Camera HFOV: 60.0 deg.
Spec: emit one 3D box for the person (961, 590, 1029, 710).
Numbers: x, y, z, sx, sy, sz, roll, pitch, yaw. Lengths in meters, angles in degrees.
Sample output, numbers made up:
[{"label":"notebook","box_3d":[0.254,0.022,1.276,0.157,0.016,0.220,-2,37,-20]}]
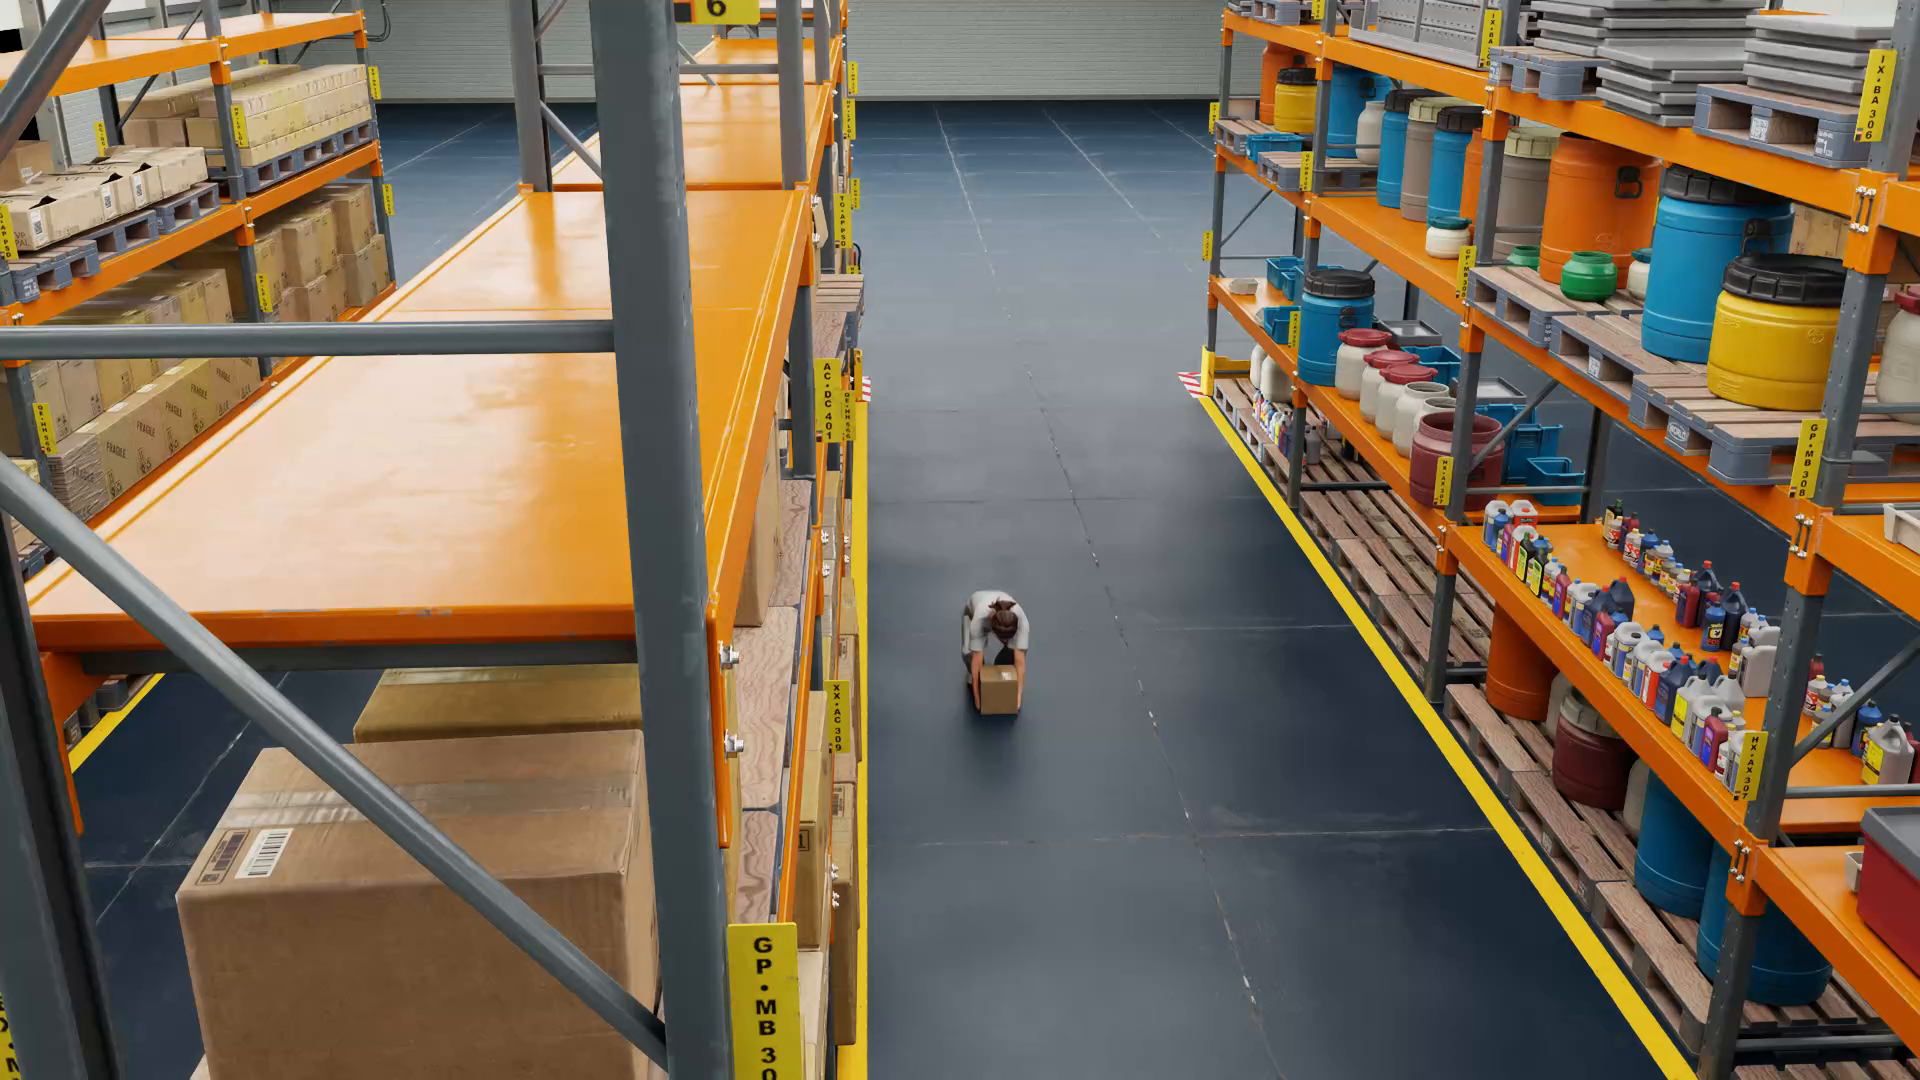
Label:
[{"label":"person","box_3d":[0.234,0.704,11.434,0.455,0.768,0.848,-2,21,-4]}]
